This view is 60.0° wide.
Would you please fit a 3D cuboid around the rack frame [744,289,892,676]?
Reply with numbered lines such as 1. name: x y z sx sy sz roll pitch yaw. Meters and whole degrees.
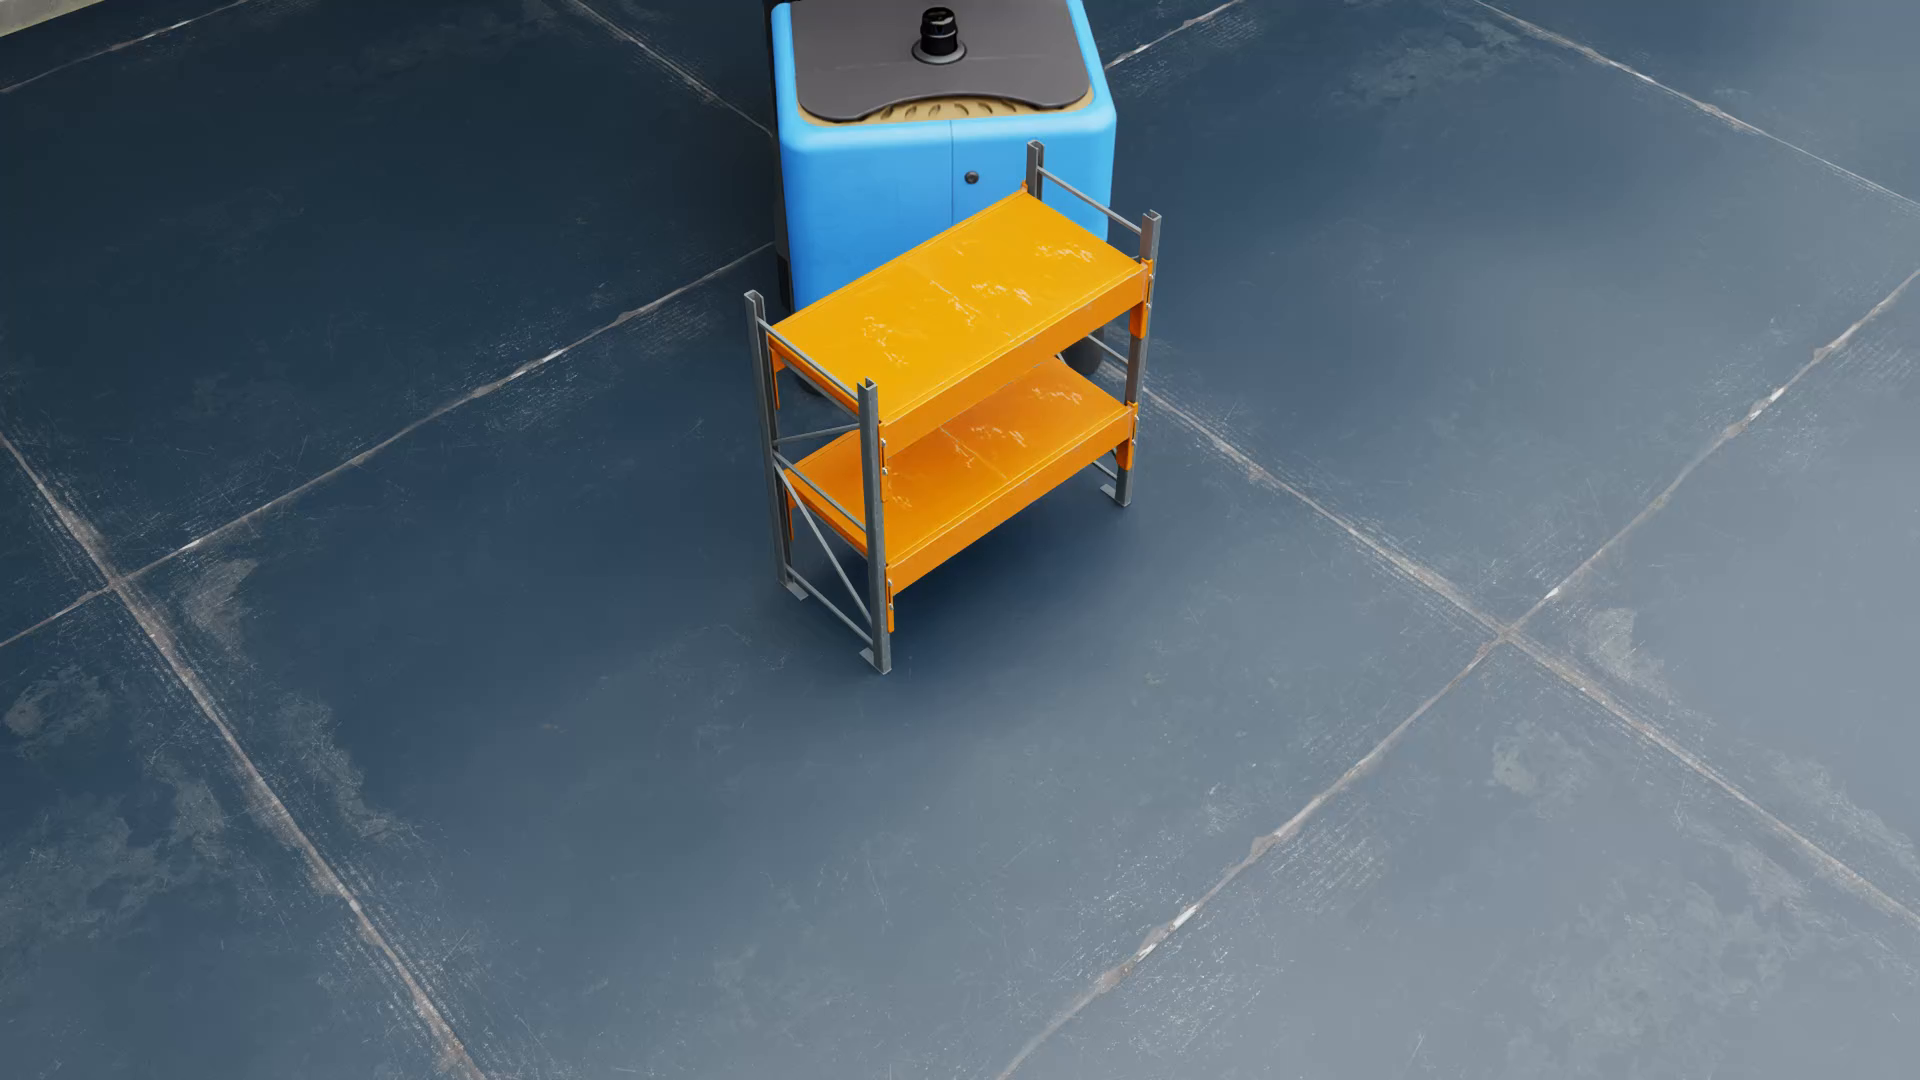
1. rack frame: -0.381 -0.127 4.602 0.032 1.125 0.500 -34 56 -27

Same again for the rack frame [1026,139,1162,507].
1. rack frame: 0.371 -0.629 5.065 0.032 1.125 0.500 -34 56 -27

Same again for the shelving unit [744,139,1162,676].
1. shelving unit: -0.005 -0.378 4.834 1.048 1.125 0.538 -34 56 -27

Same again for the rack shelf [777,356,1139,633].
1. rack shelf: -0.005 -0.212 5.013 1.000 0.278 0.538 -34 56 -27

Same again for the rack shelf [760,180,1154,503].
1. rack shelf: -0.005 -0.577 4.618 1.000 0.278 0.538 -34 56 -27

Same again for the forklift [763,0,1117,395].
1. forklift: -0.187 -2.572 5.629 1.130 2.935 3.031 -5 47 -4
